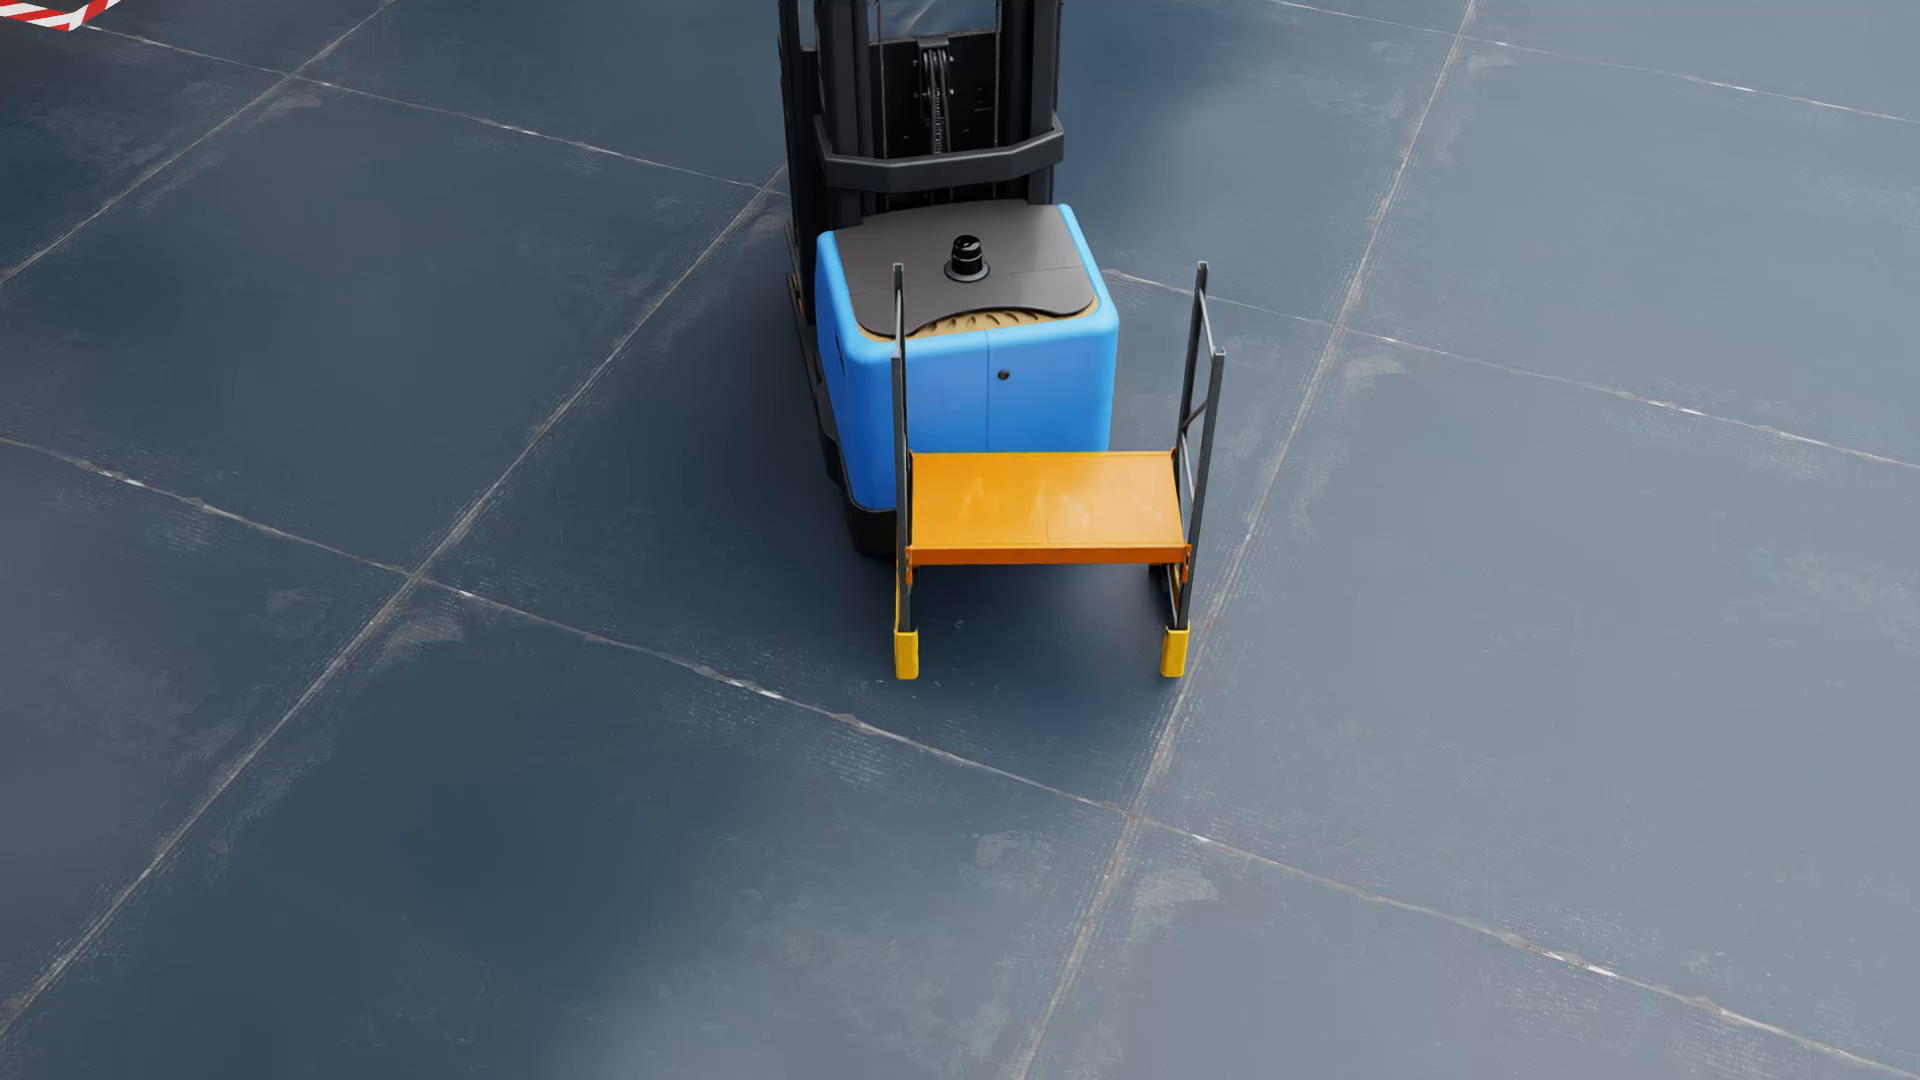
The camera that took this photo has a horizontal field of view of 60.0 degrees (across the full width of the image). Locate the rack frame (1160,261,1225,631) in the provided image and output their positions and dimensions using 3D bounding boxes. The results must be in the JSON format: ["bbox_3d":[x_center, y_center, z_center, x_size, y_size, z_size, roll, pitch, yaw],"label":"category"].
[{"bbox_3d":[0.814,-0.223,5.911,0.032,1.500,0.500,0,45,0],"label":"rack frame"}]

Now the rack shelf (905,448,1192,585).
[{"bbox_3d":[0.305,-0.092,6.034,1.000,0.185,0.538,0,45,0],"label":"rack shelf"}]

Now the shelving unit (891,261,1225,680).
[{"bbox_3d":[0.296,-0.219,5.907,1.083,1.500,0.587,0,45,0],"label":"shelving unit"}]

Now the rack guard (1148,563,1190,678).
[{"bbox_3d":[0.794,0.220,6.352,0.087,0.250,0.587,0,45,0],"label":"rack guard"}]

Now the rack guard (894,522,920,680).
[{"bbox_3d":[-0.202,0.227,6.344,0.087,0.250,0.587,0,45,0],"label":"rack guard"}]

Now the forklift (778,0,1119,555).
[{"bbox_3d":[-0.199,-2.033,6.716,1.130,2.935,3.031,-8,45,-8],"label":"forklift"}]

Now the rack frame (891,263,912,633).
[{"bbox_3d":[-0.203,-0.216,5.903,0.032,1.500,0.500,0,45,0],"label":"rack frame"}]
